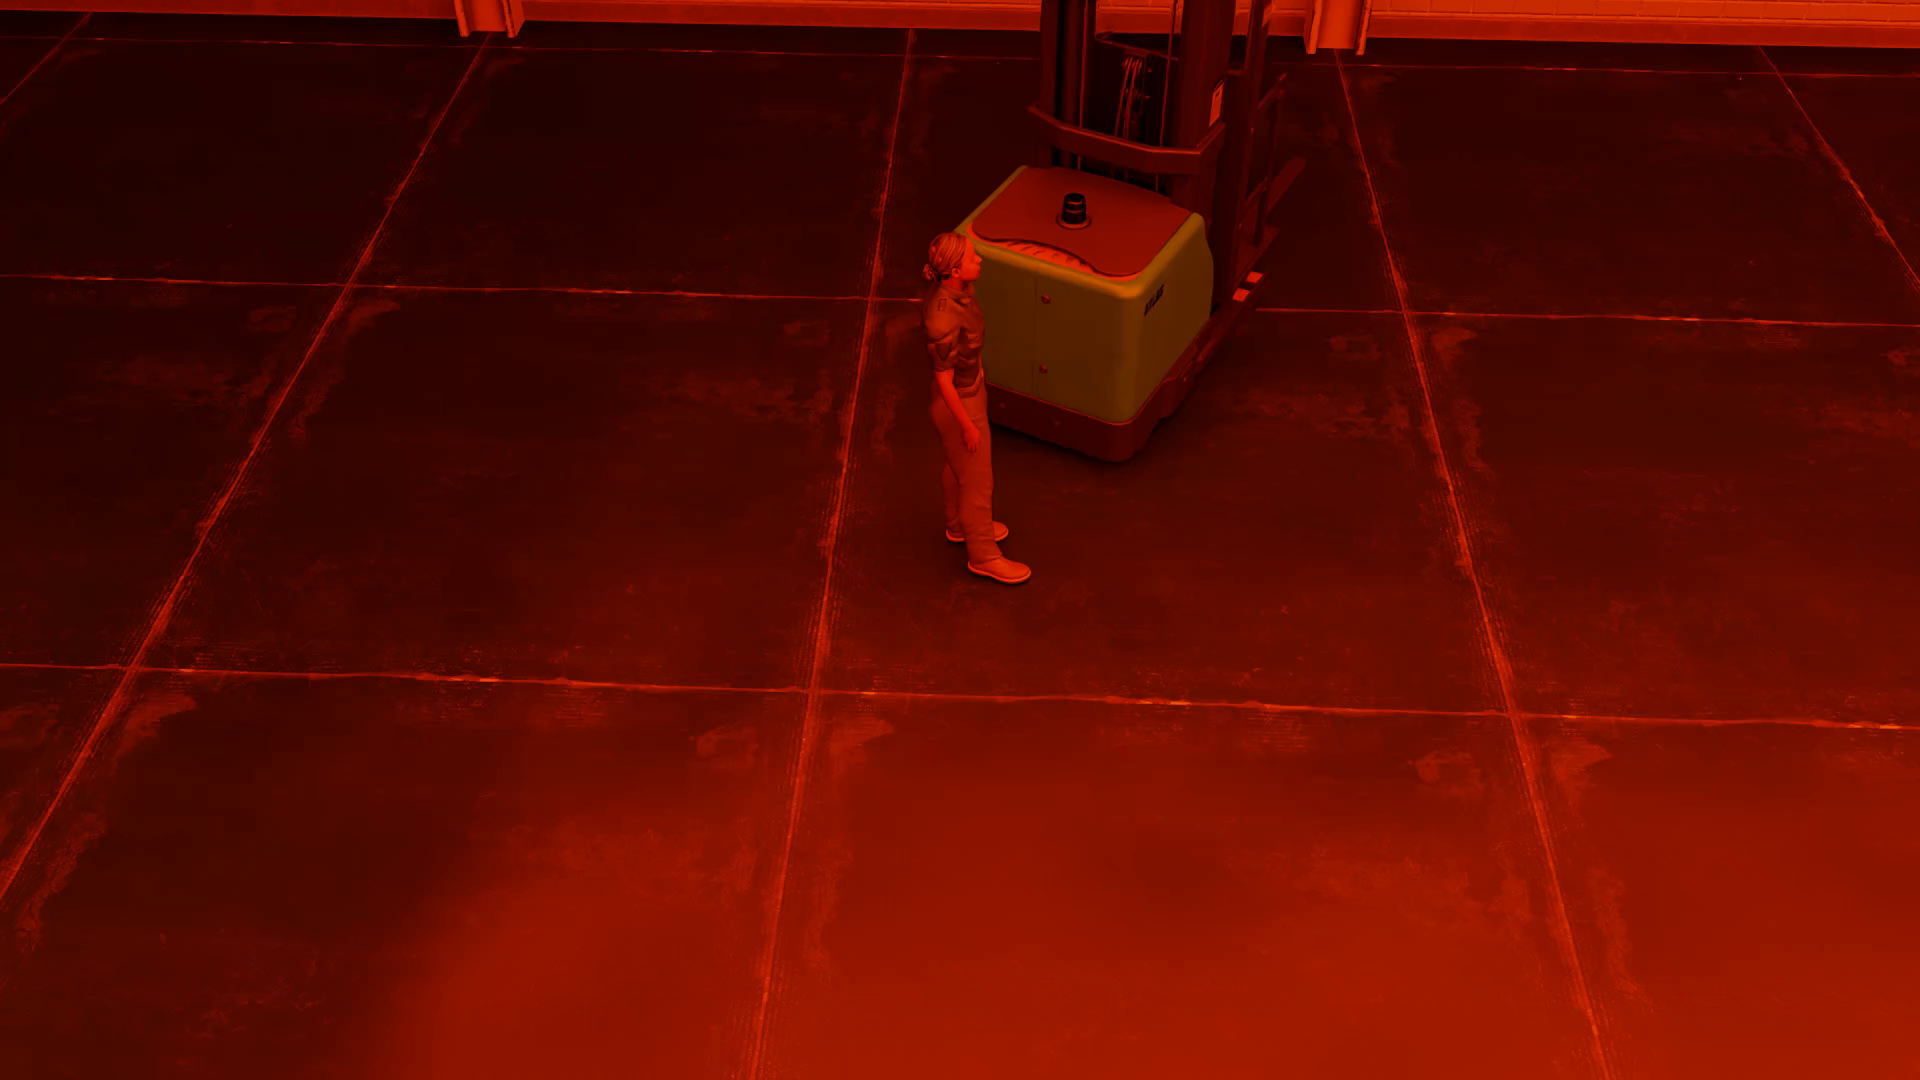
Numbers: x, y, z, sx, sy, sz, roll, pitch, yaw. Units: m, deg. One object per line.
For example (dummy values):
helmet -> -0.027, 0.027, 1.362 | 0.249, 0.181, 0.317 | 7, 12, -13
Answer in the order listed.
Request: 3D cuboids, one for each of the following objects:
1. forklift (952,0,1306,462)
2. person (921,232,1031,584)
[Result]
forklift -> 1.083, -2.452, 8.428 | 1.130, 2.935, 3.031 | 20, 46, 21
person -> 0.087, -0.600, 7.336 | 0.502, 1.657, 0.570 | 2, 42, 2
